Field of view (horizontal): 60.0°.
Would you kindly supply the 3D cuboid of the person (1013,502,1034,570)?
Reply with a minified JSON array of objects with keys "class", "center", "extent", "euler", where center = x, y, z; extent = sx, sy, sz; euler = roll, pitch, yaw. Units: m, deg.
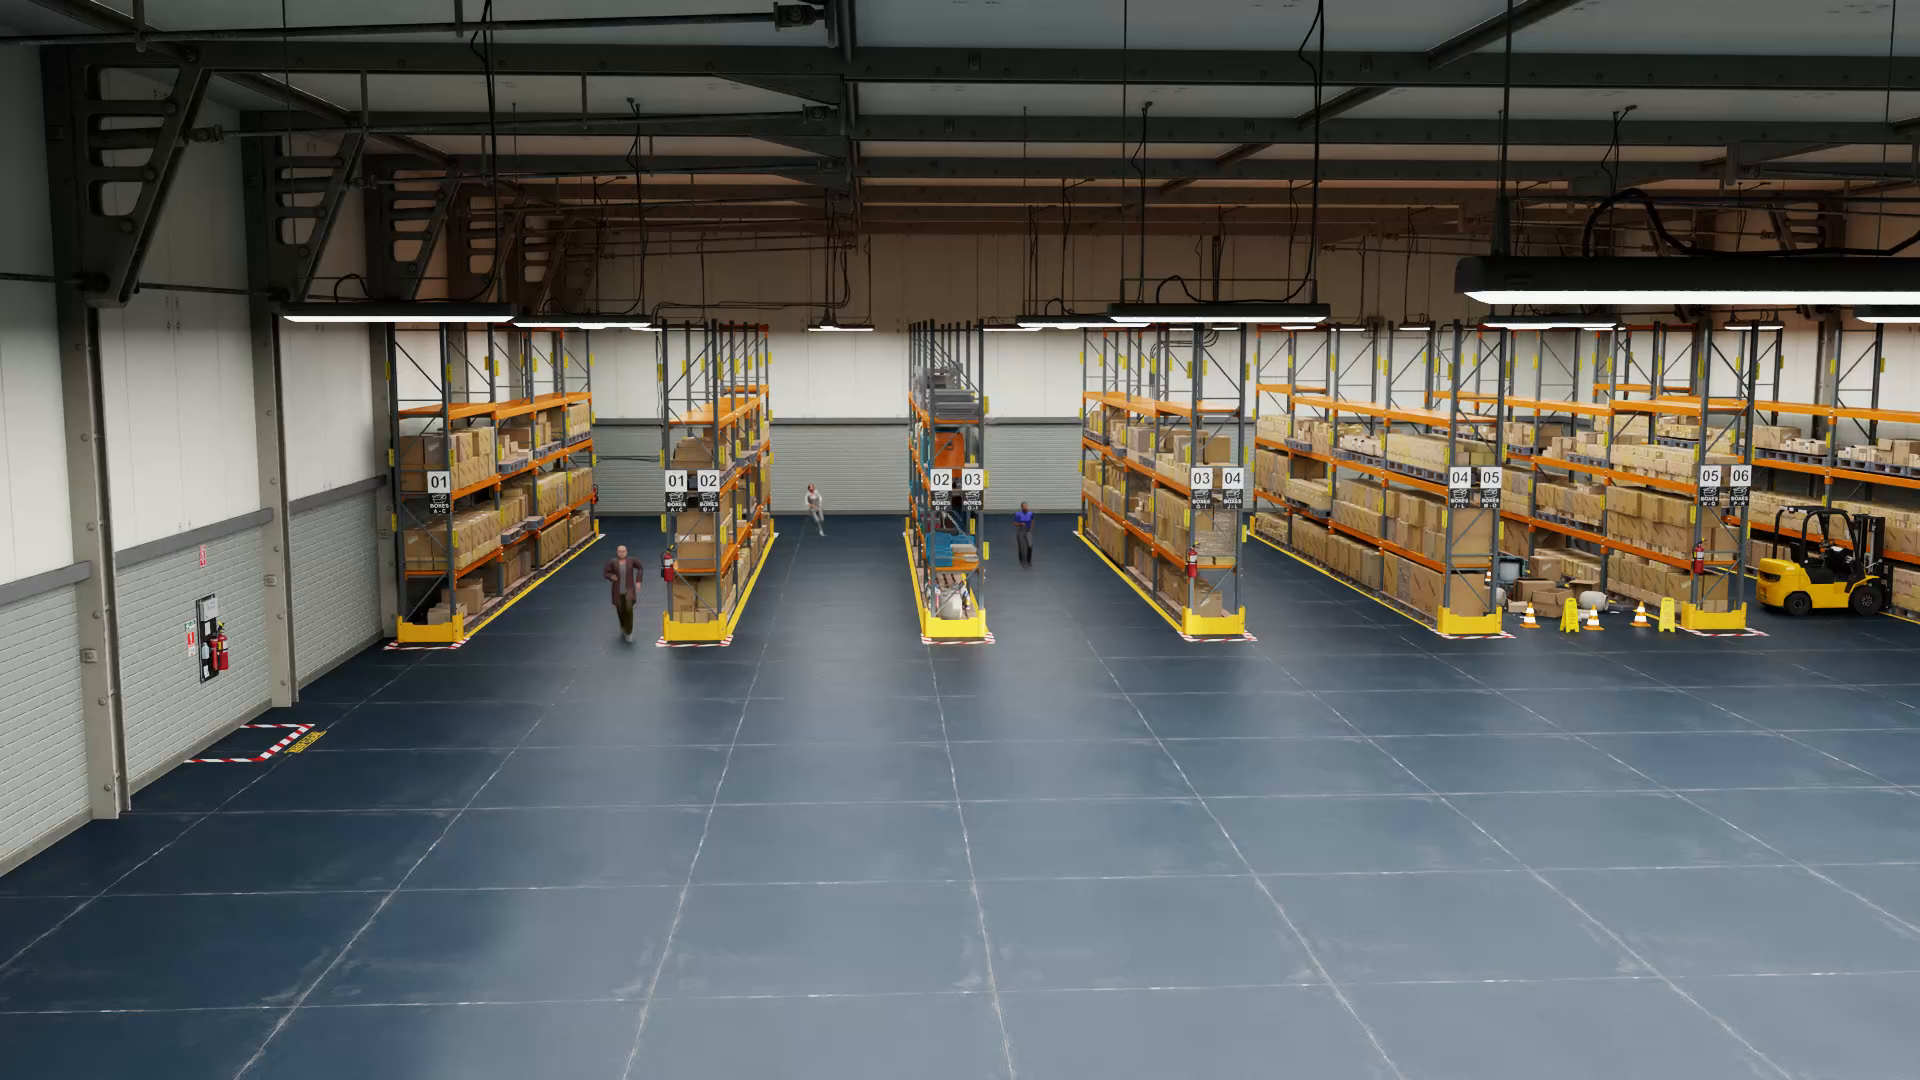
[{"class":"person","center":[1.568,-0.110,40.760],"extent":[0.559,1.673,0.745],"euler":[-1,7,-7]}]

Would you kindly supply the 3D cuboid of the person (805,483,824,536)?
[{"class":"person","center":[-4.127,-0.863,47.214],"extent":[0.583,1.510,0.529],"euler":[-3,8,-21]}]

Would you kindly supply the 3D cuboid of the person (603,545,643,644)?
[{"class":"person","center":[-6.336,0.996,31.292],"extent":[0.726,1.822,0.945],"euler":[-1,7,-6]}]

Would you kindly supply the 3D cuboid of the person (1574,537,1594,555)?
[{"class":"person","center":[15.882,-0.328,42.194],"extent":[0.644,1.742,0.738],"euler":[-1,7,-7]}]
